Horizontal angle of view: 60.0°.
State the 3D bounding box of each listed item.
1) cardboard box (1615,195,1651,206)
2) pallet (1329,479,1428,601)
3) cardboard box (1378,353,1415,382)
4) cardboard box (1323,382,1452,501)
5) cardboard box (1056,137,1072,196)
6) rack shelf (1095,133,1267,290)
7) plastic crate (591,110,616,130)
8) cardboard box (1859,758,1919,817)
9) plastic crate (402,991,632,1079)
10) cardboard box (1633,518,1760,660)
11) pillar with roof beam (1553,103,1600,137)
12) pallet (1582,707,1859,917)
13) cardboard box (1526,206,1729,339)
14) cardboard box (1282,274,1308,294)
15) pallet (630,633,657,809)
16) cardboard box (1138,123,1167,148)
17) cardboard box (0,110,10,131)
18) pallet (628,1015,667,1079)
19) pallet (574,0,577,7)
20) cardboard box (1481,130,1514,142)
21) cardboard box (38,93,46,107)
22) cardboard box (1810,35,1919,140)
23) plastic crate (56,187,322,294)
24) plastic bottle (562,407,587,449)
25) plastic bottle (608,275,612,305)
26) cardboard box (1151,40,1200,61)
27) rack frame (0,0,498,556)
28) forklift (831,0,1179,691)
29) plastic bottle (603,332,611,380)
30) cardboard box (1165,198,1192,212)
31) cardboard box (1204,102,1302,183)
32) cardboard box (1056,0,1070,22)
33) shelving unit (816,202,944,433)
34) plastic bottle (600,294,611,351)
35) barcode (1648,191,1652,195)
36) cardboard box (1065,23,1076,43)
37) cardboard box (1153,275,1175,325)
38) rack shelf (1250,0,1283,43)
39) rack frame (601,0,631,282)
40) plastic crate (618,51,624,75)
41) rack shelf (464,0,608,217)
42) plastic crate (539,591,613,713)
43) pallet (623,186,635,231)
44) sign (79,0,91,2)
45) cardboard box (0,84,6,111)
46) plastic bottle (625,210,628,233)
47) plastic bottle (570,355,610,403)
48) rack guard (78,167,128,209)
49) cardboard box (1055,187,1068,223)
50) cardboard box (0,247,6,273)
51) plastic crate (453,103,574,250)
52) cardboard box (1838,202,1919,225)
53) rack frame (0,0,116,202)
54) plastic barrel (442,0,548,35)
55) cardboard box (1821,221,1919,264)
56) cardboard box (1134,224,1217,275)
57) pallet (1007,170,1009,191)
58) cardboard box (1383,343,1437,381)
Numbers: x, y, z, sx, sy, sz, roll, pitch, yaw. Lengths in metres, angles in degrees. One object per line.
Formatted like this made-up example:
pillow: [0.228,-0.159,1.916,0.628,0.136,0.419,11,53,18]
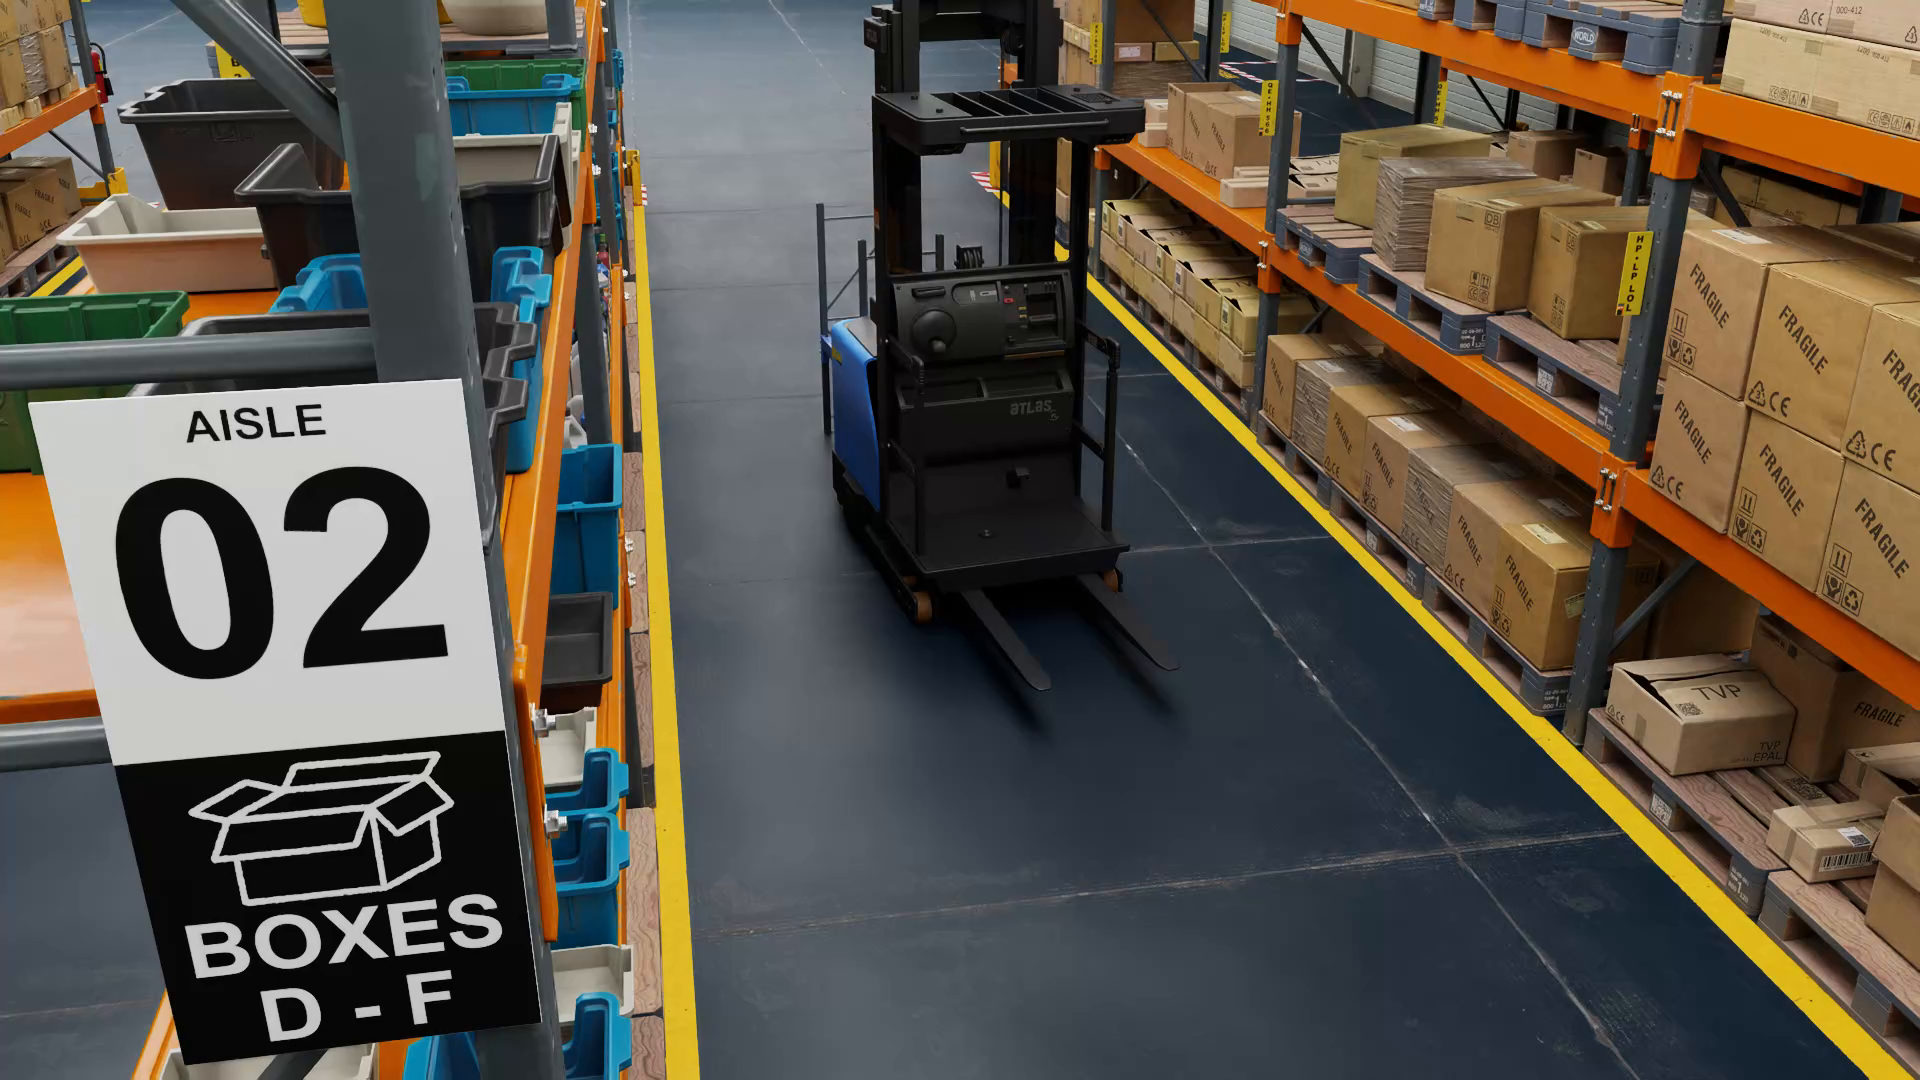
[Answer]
cardboard box: [6.401,-3.162,15.732,0.380,0.166,0.250,-8,25,-17]
pallet: [2.724,-0.056,9.114,1.003,0.211,1.213,-4,24,-10]
cardboard box: [2.805,-0.815,9.941,0.500,0.500,0.500,-3,24,-8]
cardboard box: [2.395,-0.562,9.362,0.500,0.500,0.500,-5,24,-10]
cardboard box: [1.184,-3.519,15.532,0.500,0.500,0.500,-4,24,-10]
rack shelf: [2.031,-2.566,12.276,1.077,0.370,4.000,-4,24,-10]
plastic crate: [-2.697,-2.899,12.160,0.392,0.384,0.575,-4,24,-10]
cardboard box: [3.664,0.993,6.038,0.500,0.311,0.500,-4,24,-10]
plastic crate: [-0.832,1.072,3.183,0.416,0.233,0.300,-4,24,-10]
cardboard box: [3.291,0.200,7.618,0.500,0.500,0.500,-5,24,-12]
pillar with roof beam: [2.538,-7.843,15.965,9.100,9.000,0.400,-4,24,-10]
pallet: [3.267,1.013,6.668,1.003,0.211,1.213,-4,24,-10]
cardboard box: [3.084,-1.243,7.698,0.700,0.500,0.500,-1,24,-1]
cardboard box: [2.488,-1.732,11.678,0.500,0.311,0.500,-5,24,-11]
pallet: [-1.830,0.801,7.153,1.003,0.211,1.213,-4,24,-10]
cardboard box: [1.624,-3.204,13.151,0.380,0.149,0.250,-4,24,-10]
cardboard box: [-8.074,-3.432,13.675,0.380,0.149,0.250,-4,24,-10]
pallet: [-1.325,1.875,4.694,1.003,0.211,1.213,-4,24,-10]
pallet: [-2.422,-2.724,8.227,1.003,0.211,1.213,-4,24,-10]
cardboard box: [5.829,-4.314,18.190,0.500,0.311,0.500,-7,25,-16]
cardboard box: [-8.380,-3.918,14.788,0.380,0.149,0.250,-4,24,-10]
cardboard box: [3.076,-1.435,5.227,0.500,0.250,0.500,-4,24,-10]
plastic crate: [-1.614,-0.645,3.562,0.437,0.136,0.530,-4,24,-10]
plastic bottle: [-1.482,-0.326,6.311,0.144,0.351,0.185,-4,24,-10]
plastic bottle: [-1.909,-1.350,8.840,0.097,0.201,0.097,0,24,0]
cardboard box: [1.802,-4.145,14.059,0.380,0.149,0.250,-4,24,-10]
rack frame: [-0.988,-1.346,1.090,1.000,3.000,0.127,-4,24,-10]
forklift: [0.192,-1.105,8.118,1.130,2.935,3.031,-7,25,-16]
plastic bottle: [-1.666,-0.863,7.639,0.097,0.271,0.097,0,24,0]
cardboard box: [2.018,-2.734,13.971,0.500,0.311,0.500,-4,24,-10]
cardboard box: [2.075,-2.814,11.820,0.500,0.500,0.500,-6,24,-13]
cardboard box: [1.295,-5.089,15.408,0.700,0.500,0.500,-4,24,-10]
shelving unit: [-0.491,-1.228,10.187,0.538,1.500,1.048,-7,25,-16]
plastic bottle: [-1.774,-1.078,8.033,0.144,0.351,0.185,-4,24,-10]
barcode: [6.667,-3.335,16.061,0.001,0.075,0.075,-4,24,-10]
cardboard box: [1.167,-4.616,15.136,0.380,0.149,0.250,-4,24,-8]
cardboard box: [1.777,-1.833,12.610,0.500,0.250,0.500,-4,24,-9]
rack shelf: [2.031,-3.941,11.676,1.077,0.370,4.000,-4,24,-10]
rack frame: [-3.207,-3.317,13.098,1.000,3.000,0.127,-4,24,-10]
plastic crate: [-3.560,-4.648,16.330,0.499,0.251,0.616,-4,24,-10]
rack shelf: [-2.098,-2.002,7.238,1.077,0.370,4.000,-4,24,-10]
plastic crate: [-1.257,0.348,4.973,0.437,0.125,0.590,-4,24,-10]
pallet: [-3.742,-3.266,16.465,1.003,0.211,1.213,-4,24,-10]
sign: [-8.265,-5.233,15.642,0.100,0.325,0.005,-4,24,-10]
cardboard box: [-8.346,-3.703,13.484,0.875,0.500,0.500,-4,24,-10]
plastic bottle: [-3.062,-2.895,14.890,0.144,0.351,0.185,-4,24,-10]
plastic bottle: [-1.610,-0.688,7.233,0.152,0.276,0.135,-4,24,-10]
rack guard: [-8.800,-3.349,16.293,1.175,0.500,0.348,-4,24,-10]
cardboard box: [1.171,-3.174,15.680,0.500,0.250,0.500,-4,24,-10]
cardboard box: [-8.223,-2.383,13.556,0.500,0.500,0.500,3,24,7]
plastic crate: [-1.095,-0.812,3.762,0.437,0.282,0.530,-4,24,-10]
cardboard box: [7.041,-2.385,12.600,0.500,0.250,0.500,-4,24,-9]
rack frame: [-8.814,-4.524,15.861,1.000,3.000,0.127,-4,24,-10]
plastic barrel: [-1.579,-2.025,5.698,0.433,0.535,0.433,0,24,0]
cardboard box: [3.489,-0.860,6.097,0.500,0.500,0.500,-4,24,-9]
cardboard box: [1.677,-2.290,12.956,0.500,0.311,0.500,-5,24,-11]
pallet: [1.104,-3.680,17.412,1.003,0.211,1.213,-4,24,-10]
cardboard box: [2.819,-1.136,9.741,0.500,0.250,0.500,-3,24,-8]
